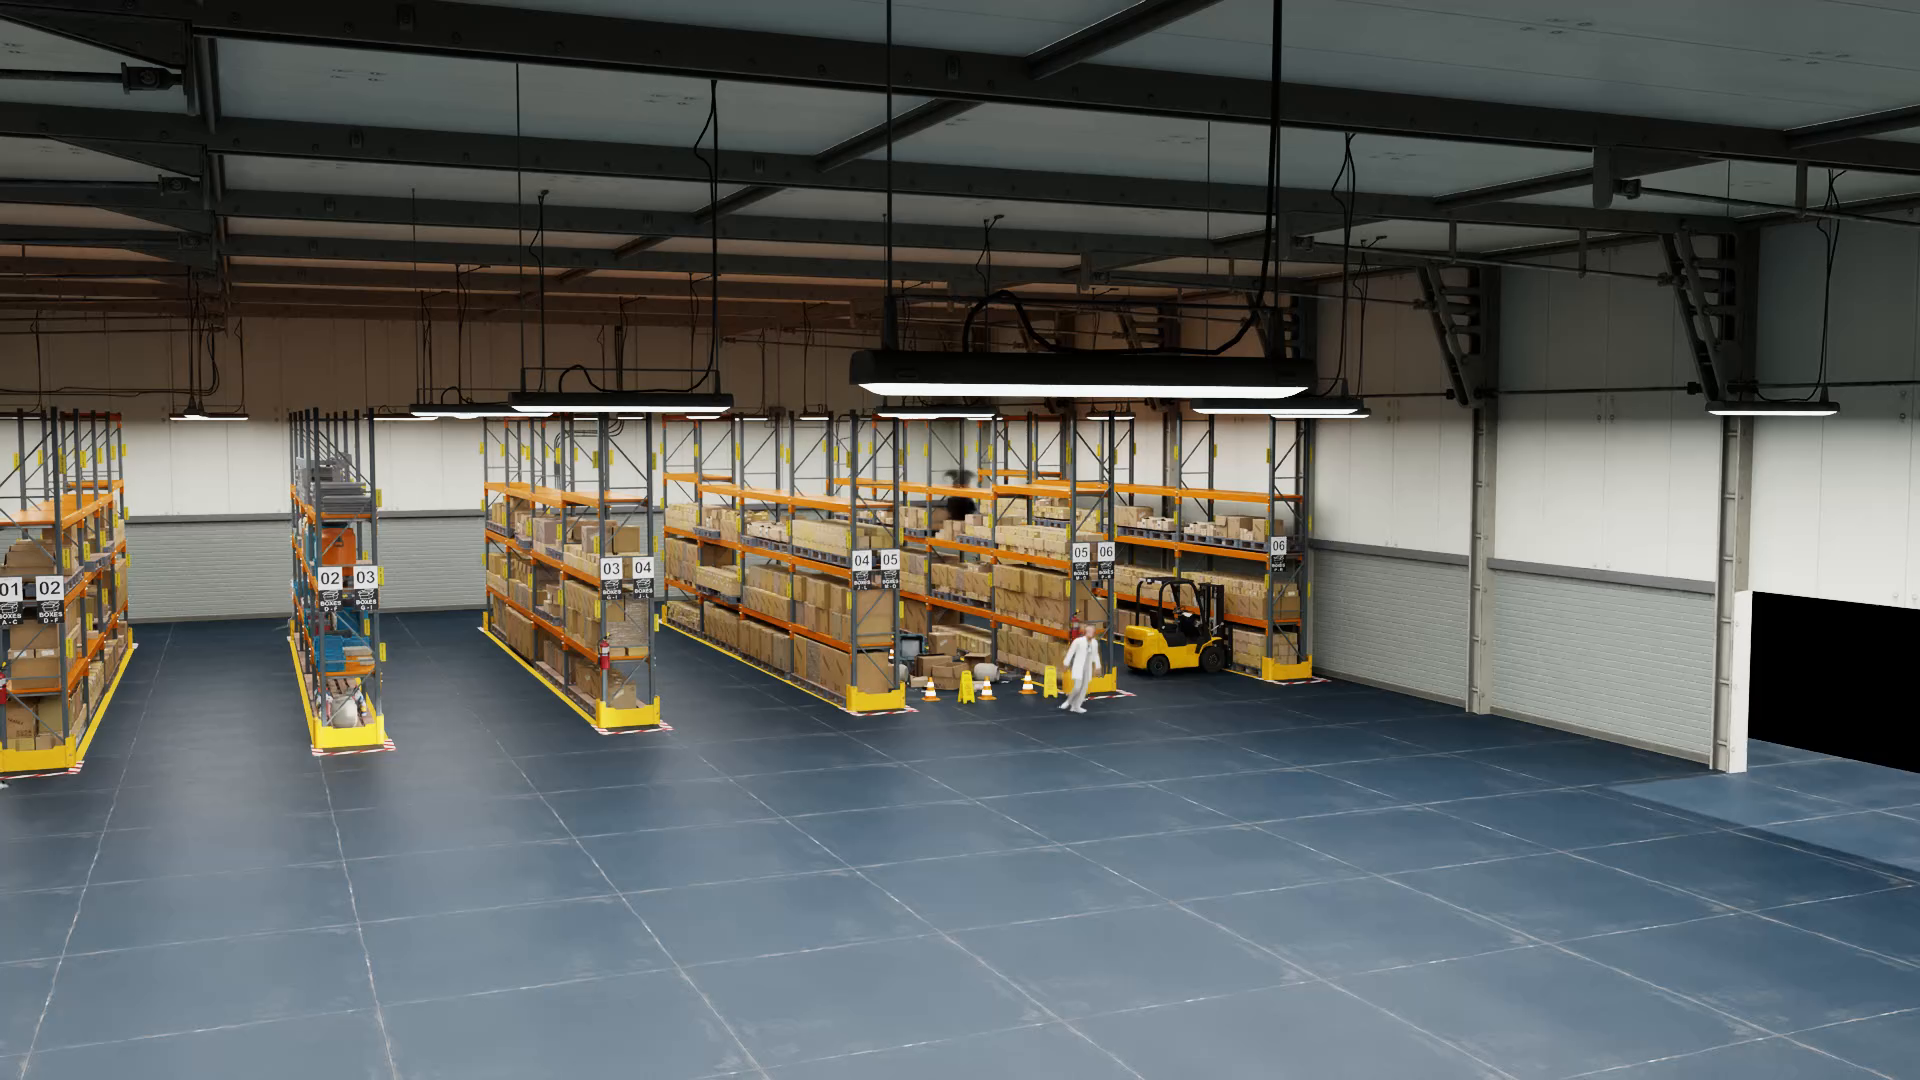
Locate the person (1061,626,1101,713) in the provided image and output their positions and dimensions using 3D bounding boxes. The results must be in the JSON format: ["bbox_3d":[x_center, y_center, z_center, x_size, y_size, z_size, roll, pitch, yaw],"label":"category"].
[{"bbox_3d":[2.396,2.553,32.912,0.744,1.745,0.569,-2,5,-29],"label":"person"}]

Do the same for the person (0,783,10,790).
[{"bbox_3d":[-15.377,3.046,25.904,0.960,1.737,0.683,1,4,8],"label":"person"}]
